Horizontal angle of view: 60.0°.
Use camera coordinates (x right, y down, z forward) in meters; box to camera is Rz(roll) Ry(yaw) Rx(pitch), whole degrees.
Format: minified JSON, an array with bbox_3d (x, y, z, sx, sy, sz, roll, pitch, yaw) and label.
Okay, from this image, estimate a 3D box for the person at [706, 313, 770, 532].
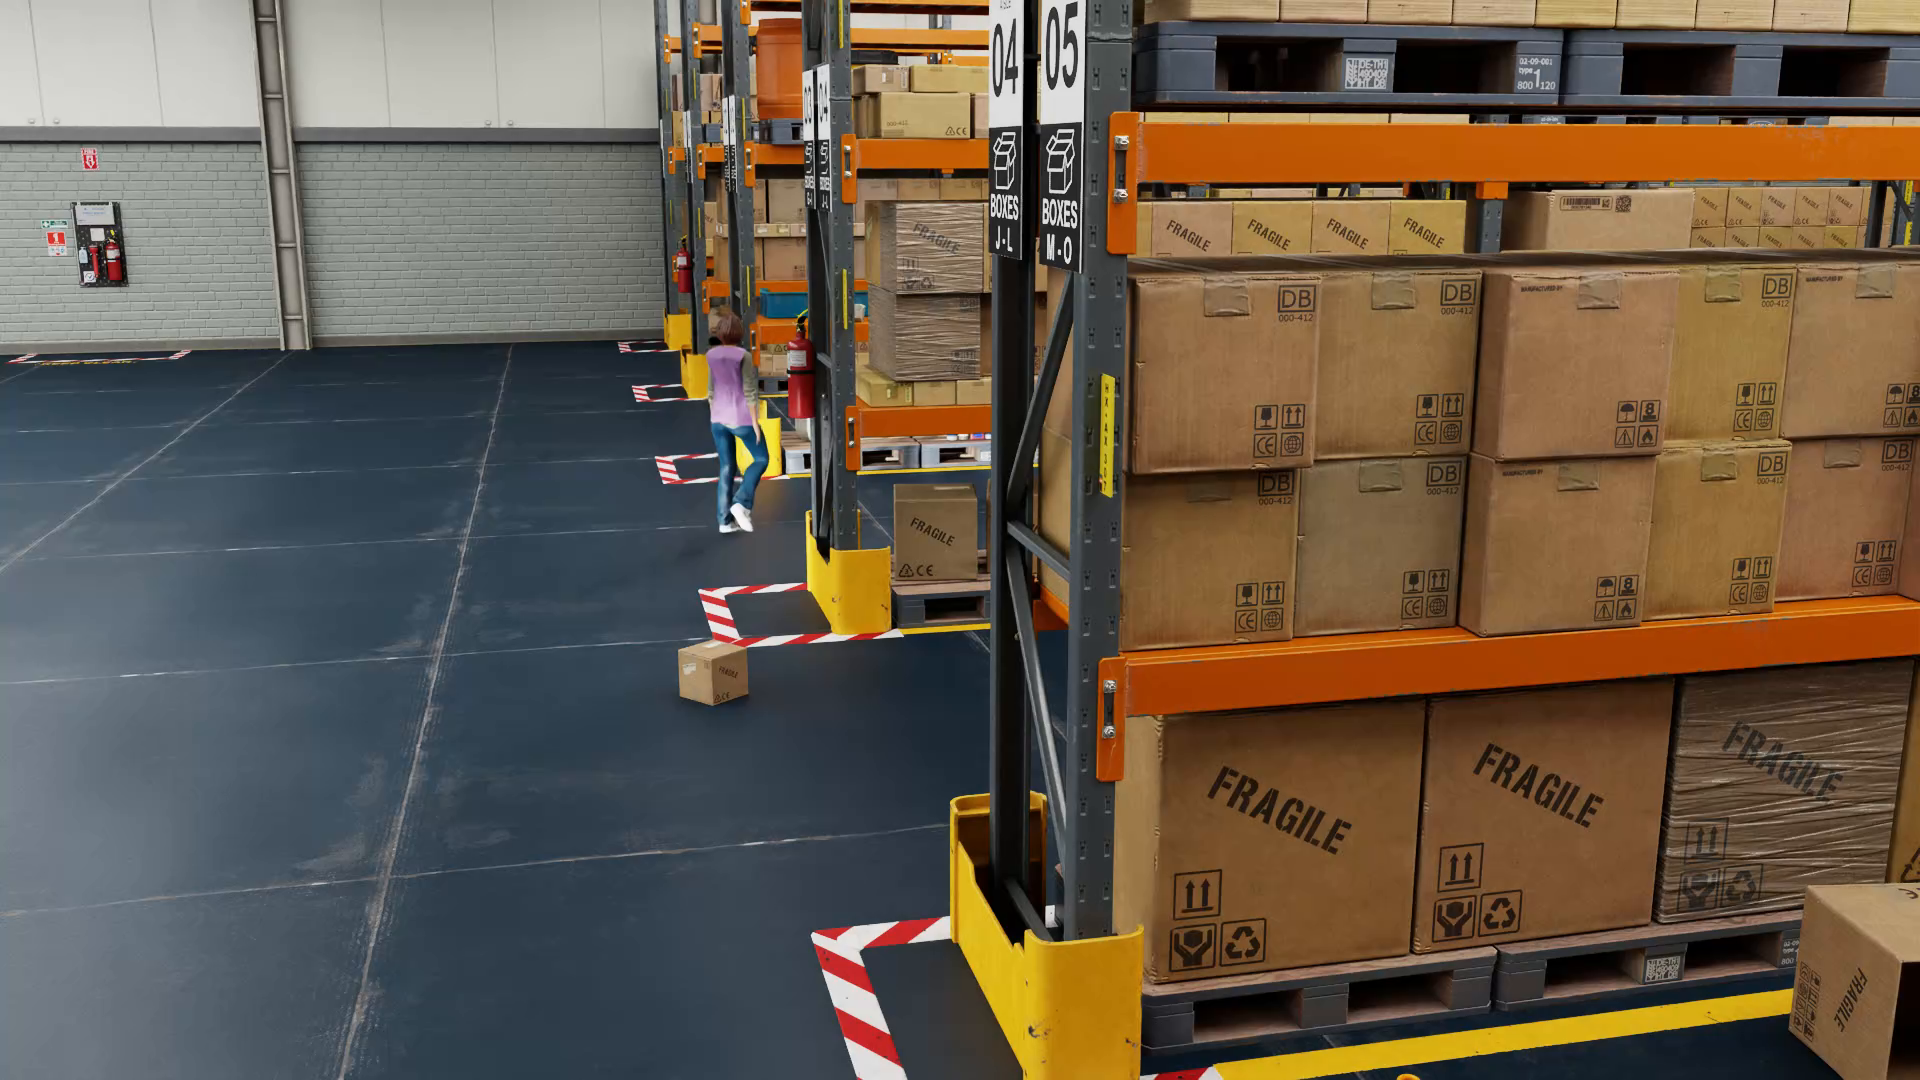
[{"bbox_3d":[-1.614,-0.846,12.052,0.436,1.595,0.406,5,14,20],"label":"person"}]
